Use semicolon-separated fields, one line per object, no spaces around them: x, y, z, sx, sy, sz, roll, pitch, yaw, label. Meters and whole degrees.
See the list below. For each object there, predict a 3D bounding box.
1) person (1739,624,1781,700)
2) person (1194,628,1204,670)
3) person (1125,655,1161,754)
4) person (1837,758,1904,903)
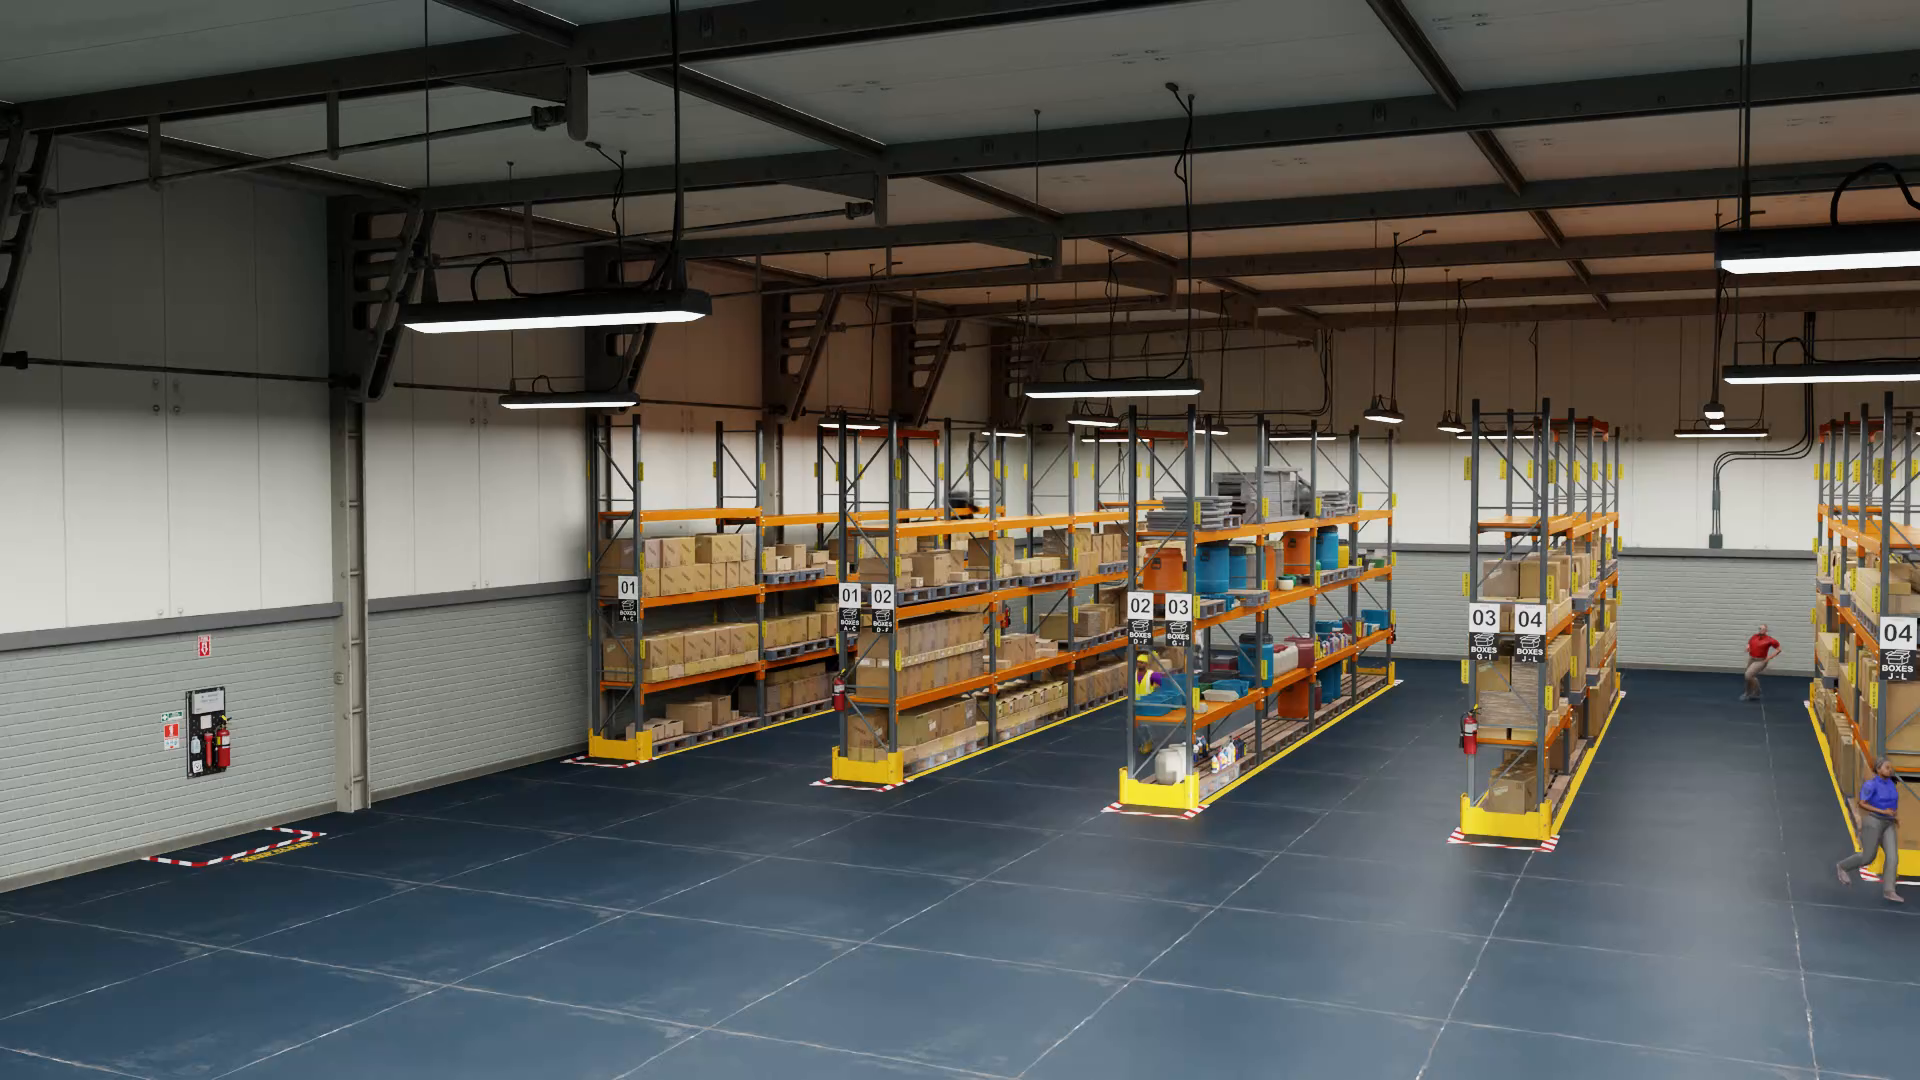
17.431;2.675;36.371;0.654;1.679;0.756;-1;2;-14;person
5.961;2.401;42.059;0.726;1.807;0.657;2;3;42;person
3.218;2.907;29.433;0.673;1.748;0.678;1;3;32;person
10.798;3.366;19.549;0.605;1.625;0.892;-1;2;-18;person
